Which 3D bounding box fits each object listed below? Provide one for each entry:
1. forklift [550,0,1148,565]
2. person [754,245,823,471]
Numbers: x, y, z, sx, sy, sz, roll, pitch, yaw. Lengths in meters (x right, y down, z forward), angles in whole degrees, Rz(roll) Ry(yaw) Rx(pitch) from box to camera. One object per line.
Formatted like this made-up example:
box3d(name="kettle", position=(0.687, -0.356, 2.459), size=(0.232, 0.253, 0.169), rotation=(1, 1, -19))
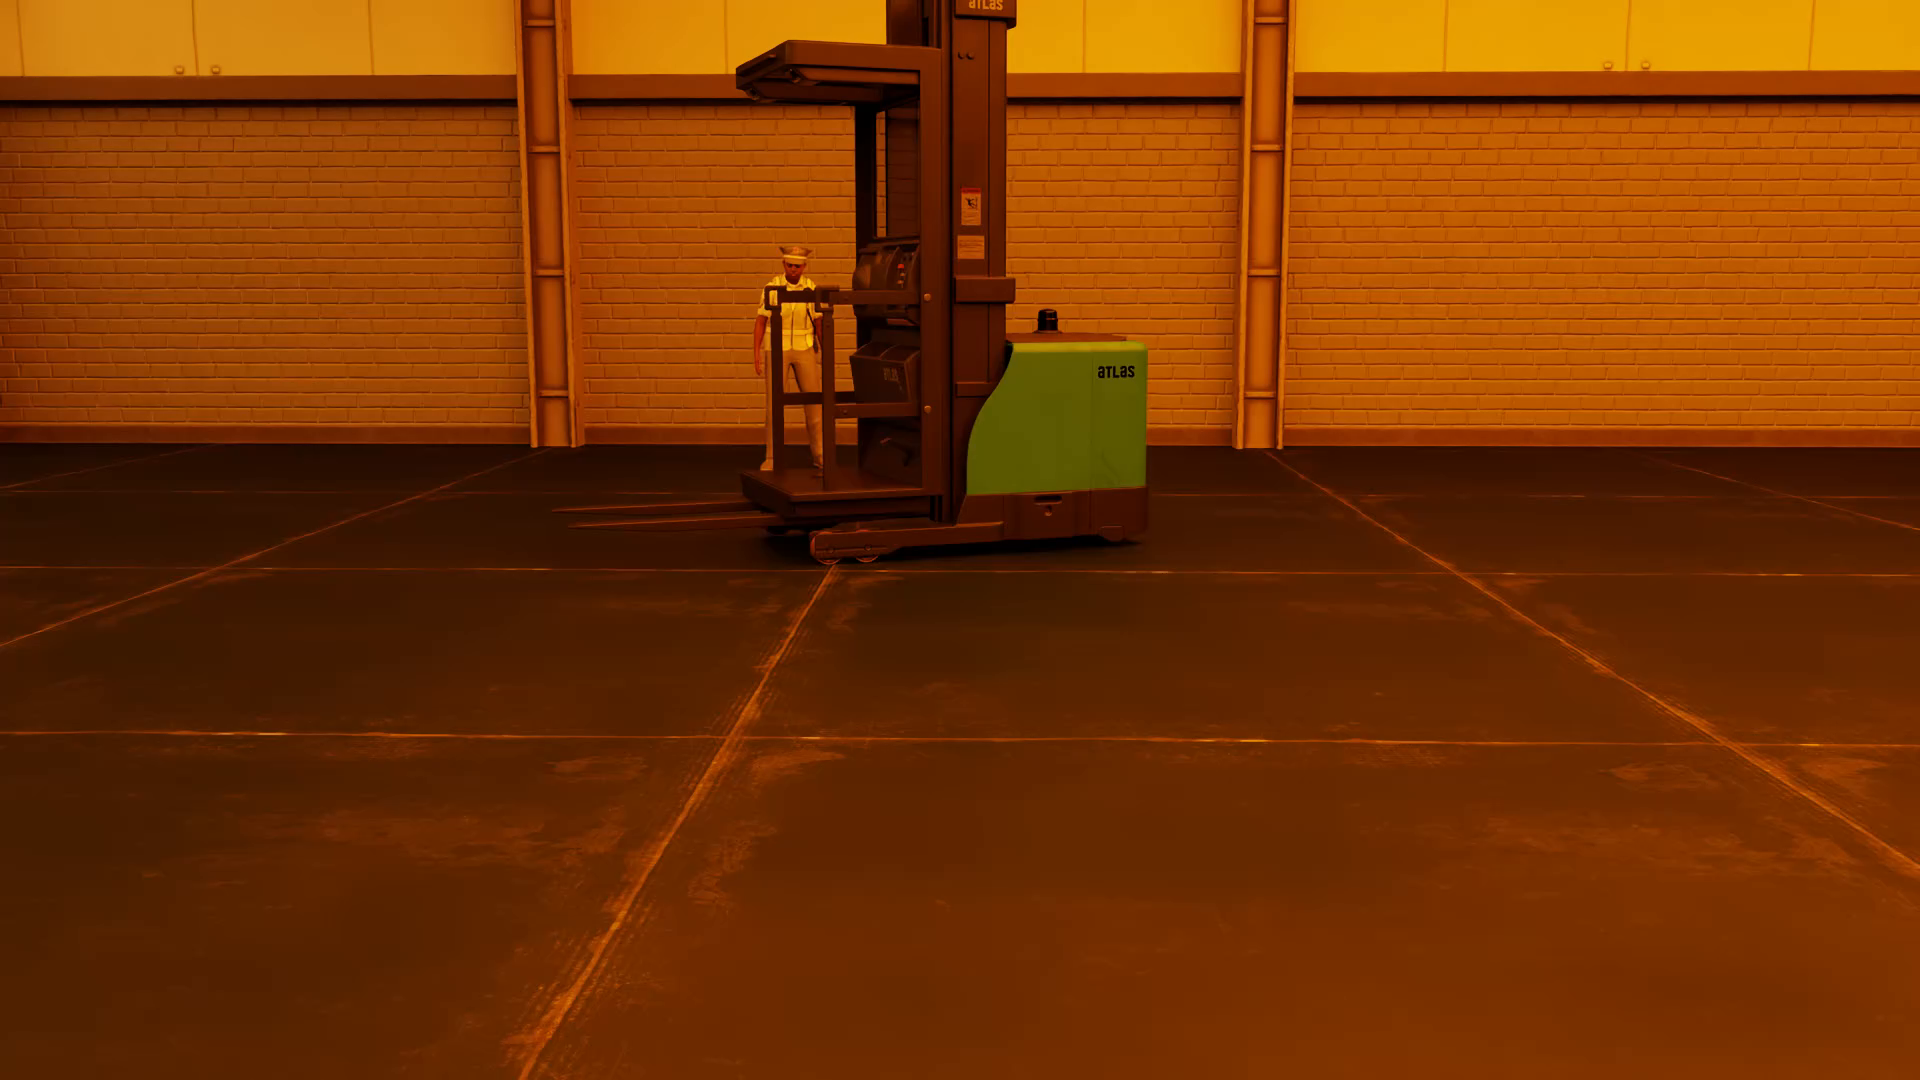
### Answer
box3d(name="forklift", position=(-0.569, -1.416, 8.568), size=(3.031, 2.935, 1.130), rotation=(-3, 9, -20))
box3d(name="person", position=(-1.242, -1.354, 12.398), size=(0.583, 1.666, 0.420), rotation=(-2, 9, -13))
